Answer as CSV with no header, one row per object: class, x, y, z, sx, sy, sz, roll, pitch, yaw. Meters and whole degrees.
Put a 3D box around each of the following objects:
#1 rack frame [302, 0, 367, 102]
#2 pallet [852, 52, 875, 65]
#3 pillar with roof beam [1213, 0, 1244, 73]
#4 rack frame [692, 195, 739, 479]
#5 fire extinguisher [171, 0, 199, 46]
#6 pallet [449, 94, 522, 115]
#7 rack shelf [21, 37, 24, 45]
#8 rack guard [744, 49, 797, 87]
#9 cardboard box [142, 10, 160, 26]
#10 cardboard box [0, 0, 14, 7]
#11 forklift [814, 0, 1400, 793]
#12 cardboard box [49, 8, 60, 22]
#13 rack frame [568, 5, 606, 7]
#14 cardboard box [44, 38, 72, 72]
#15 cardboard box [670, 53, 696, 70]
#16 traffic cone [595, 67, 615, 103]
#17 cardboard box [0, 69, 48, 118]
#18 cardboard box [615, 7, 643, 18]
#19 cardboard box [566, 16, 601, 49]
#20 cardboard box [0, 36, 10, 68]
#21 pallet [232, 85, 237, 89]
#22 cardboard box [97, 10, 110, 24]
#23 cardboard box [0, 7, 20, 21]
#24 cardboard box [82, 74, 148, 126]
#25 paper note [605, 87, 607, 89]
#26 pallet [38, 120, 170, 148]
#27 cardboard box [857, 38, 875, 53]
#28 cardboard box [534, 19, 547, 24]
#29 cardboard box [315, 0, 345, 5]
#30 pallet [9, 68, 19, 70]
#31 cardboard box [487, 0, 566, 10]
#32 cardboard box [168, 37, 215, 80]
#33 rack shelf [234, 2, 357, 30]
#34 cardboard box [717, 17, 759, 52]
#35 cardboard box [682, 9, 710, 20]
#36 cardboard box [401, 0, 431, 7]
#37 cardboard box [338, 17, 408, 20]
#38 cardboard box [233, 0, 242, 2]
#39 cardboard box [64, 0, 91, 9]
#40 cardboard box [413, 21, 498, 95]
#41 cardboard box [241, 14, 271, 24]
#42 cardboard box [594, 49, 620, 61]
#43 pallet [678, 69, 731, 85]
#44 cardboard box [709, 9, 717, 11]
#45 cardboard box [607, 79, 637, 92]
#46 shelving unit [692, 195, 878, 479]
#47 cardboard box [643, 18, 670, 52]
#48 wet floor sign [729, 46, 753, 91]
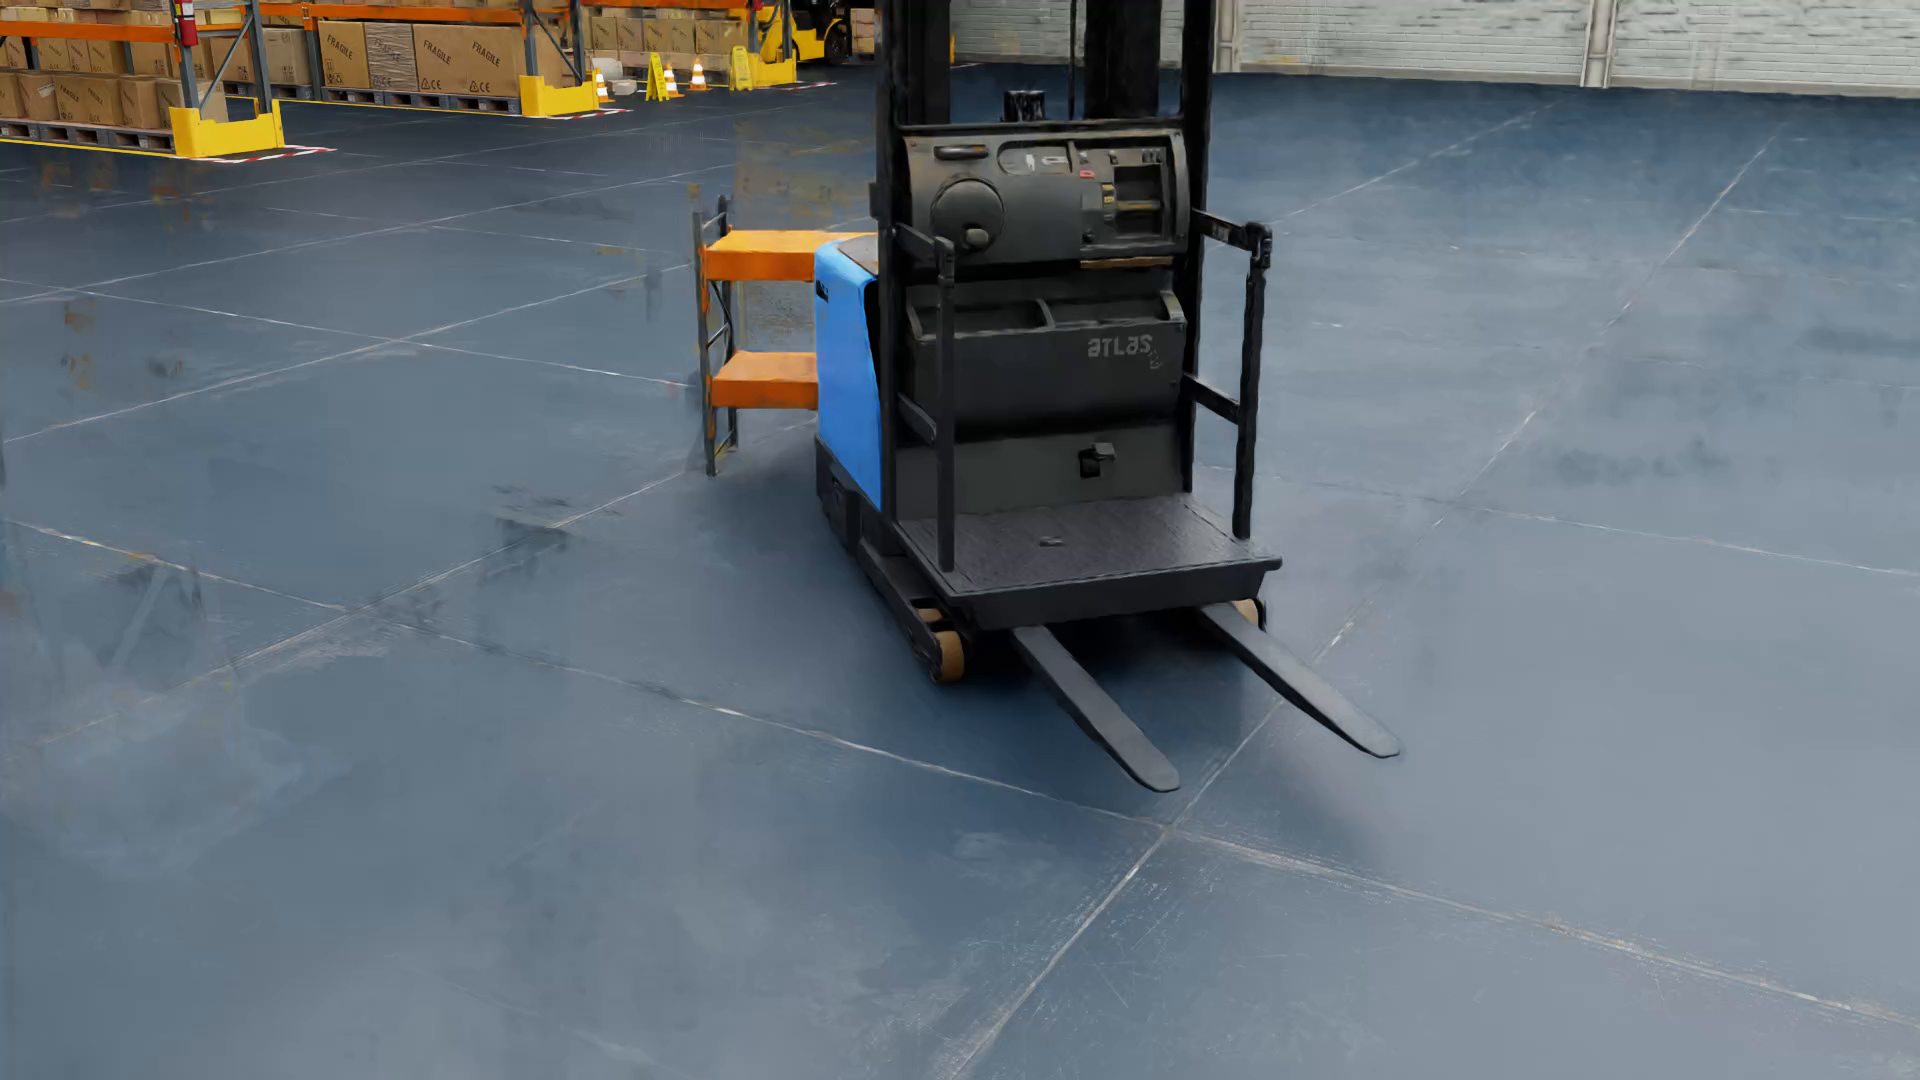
rack frame,-8.759,-7.708,23.217,0.127,3.000,1.000,11,23,27
pallet,-1.212,-8.816,30.359,1.213,0.211,1.003,11,23,27
pillar with roof beam,2.446,-10.937,23.319,0.400,9.000,9.100,11,23,27
rack frame,-1.042,-0.872,7.121,0.032,1.125,0.500,2,20,5
fire extinguisher,-7.899,-5.391,16.941,0.183,0.674,0.296,11,23,27
pallet,-6.004,-5.842,22.161,1.213,0.211,1.003,11,23,27
rack shelf,-13.013,-6.243,20.232,4.000,0.370,1.077,11,23,27
rack guard,-3.008,-7.371,25.953,0.348,0.500,1.175,11,23,27
cardboard box,-8.342,-5.493,17.478,0.250,0.149,0.380,11,23,27
cardboard box,-10.485,-6.249,18.609,0.500,0.500,0.875,11,23,27
forklift,0.349,-1.086,5.061,1.130,2.935,3.031,-6,21,-16
cardboard box,-9.669,-5.732,18.136,0.250,0.149,0.380,11,23,27
rack frame,-7.508,-11.342,33.235,0.127,3.000,1.000,11,23,27
cardboard box,-13.875,-7.598,25.963,0.500,0.500,0.500,10,22,25
cardboard box,-4.227,-7.581,26.283,0.500,0.250,0.500,11,23,27
traffic cone,-5.038,-6.362,23.224,0.334,0.463,0.336,11,23,27
cardboard box,-10.937,-5.193,19.331,0.500,0.500,0.500,10,22,26
cardboard box,-5.284,-8.415,26.531,0.250,0.149,0.380,12,23,30
cardboard box,-6.050,-8.278,27.103,0.500,0.500,0.500,12,23,30
cardboard box,-15.228,-7.859,26.683,0.500,0.500,0.500,12,23,29
pallet,-11.600,-6.909,25.103,1.213,0.211,1.003,11,23,27
cardboard box,-8.994,-5.619,17.826,0.250,0.149,0.380,11,23,27
cardboard box,-10.361,-5.834,18.417,0.250,0.149,0.380,11,23,27
cardboard box,-9.387,-4.914,18.562,0.500,0.500,0.500,13,24,32
paper note,-5.406,-6.883,25.312,0.148,0.019,0.142,-16,26,-38
pallet,-9.594,-4.634,18.831,1.213,0.211,1.003,11,23,27
cardboard box,-1.518,-8.986,30.156,0.500,0.250,0.500,11,23,27
cardboard box,-8.414,-10.457,33.845,0.500,0.500,0.500,10,22,26
cardboard box,-8.431,-7.721,23.032,0.550,0.550,0.875,11,23,27
pallet,-15.063,-7.599,27.004,1.213,0.211,1.003,11,23,27
cardboard box,-5.613,-7.162,21.490,0.550,0.550,0.875,11,23,27
cardboard box,-10.999,-7.241,24.612,0.750,0.750,1.050,11,23,28
rack shelf,-10.505,-7.703,24.256,4.000,0.370,1.077,11,23,27
cardboard box,-3.532,-8.011,26.368,0.500,0.500,0.500,10,22,26
cardboard box,-4.121,-8.193,25.917,0.250,0.149,0.380,12,23,29
cardboard box,-7.015,-7.453,22.293,0.500,0.550,0.875,11,23,27
cardboard box,-10.488,-9.202,29.835,0.875,0.875,0.875,11,22,27
cardboard box,-10.228,-7.931,23.683,0.500,0.500,0.500,11,23,28
cardboard box,-9.152,-6.013,17.961,0.500,0.500,0.875,11,23,27
cardboard box,-6.661,-6.481,22.332,0.875,0.875,0.875,10,22,26
cardboard box,-12.837,-9.649,31.065,0.875,0.875,0.875,12,23,29
cardboard box,-5.579,-7.840,26.995,0.500,0.250,0.500,12,23,30
pallet,-3.700,-7.381,26.403,1.213,0.211,1.003,11,23,27
cardboard box,-5.151,-9.973,32.326,0.625,0.625,0.875,11,22,27
cardboard box,-5.070,-6.810,24.921,0.380,0.149,0.250,-11,23,-29
shelving unit,-0.536,-0.856,7.076,1.048,1.125,0.538,2,20,5
cardboard box,-4.663,-8.018,26.388,0.500,0.500,0.500,10,22,26
wet floor sign,-3.297,-7.077,24.928,0.267,0.644,0.232,-16,26,-38
